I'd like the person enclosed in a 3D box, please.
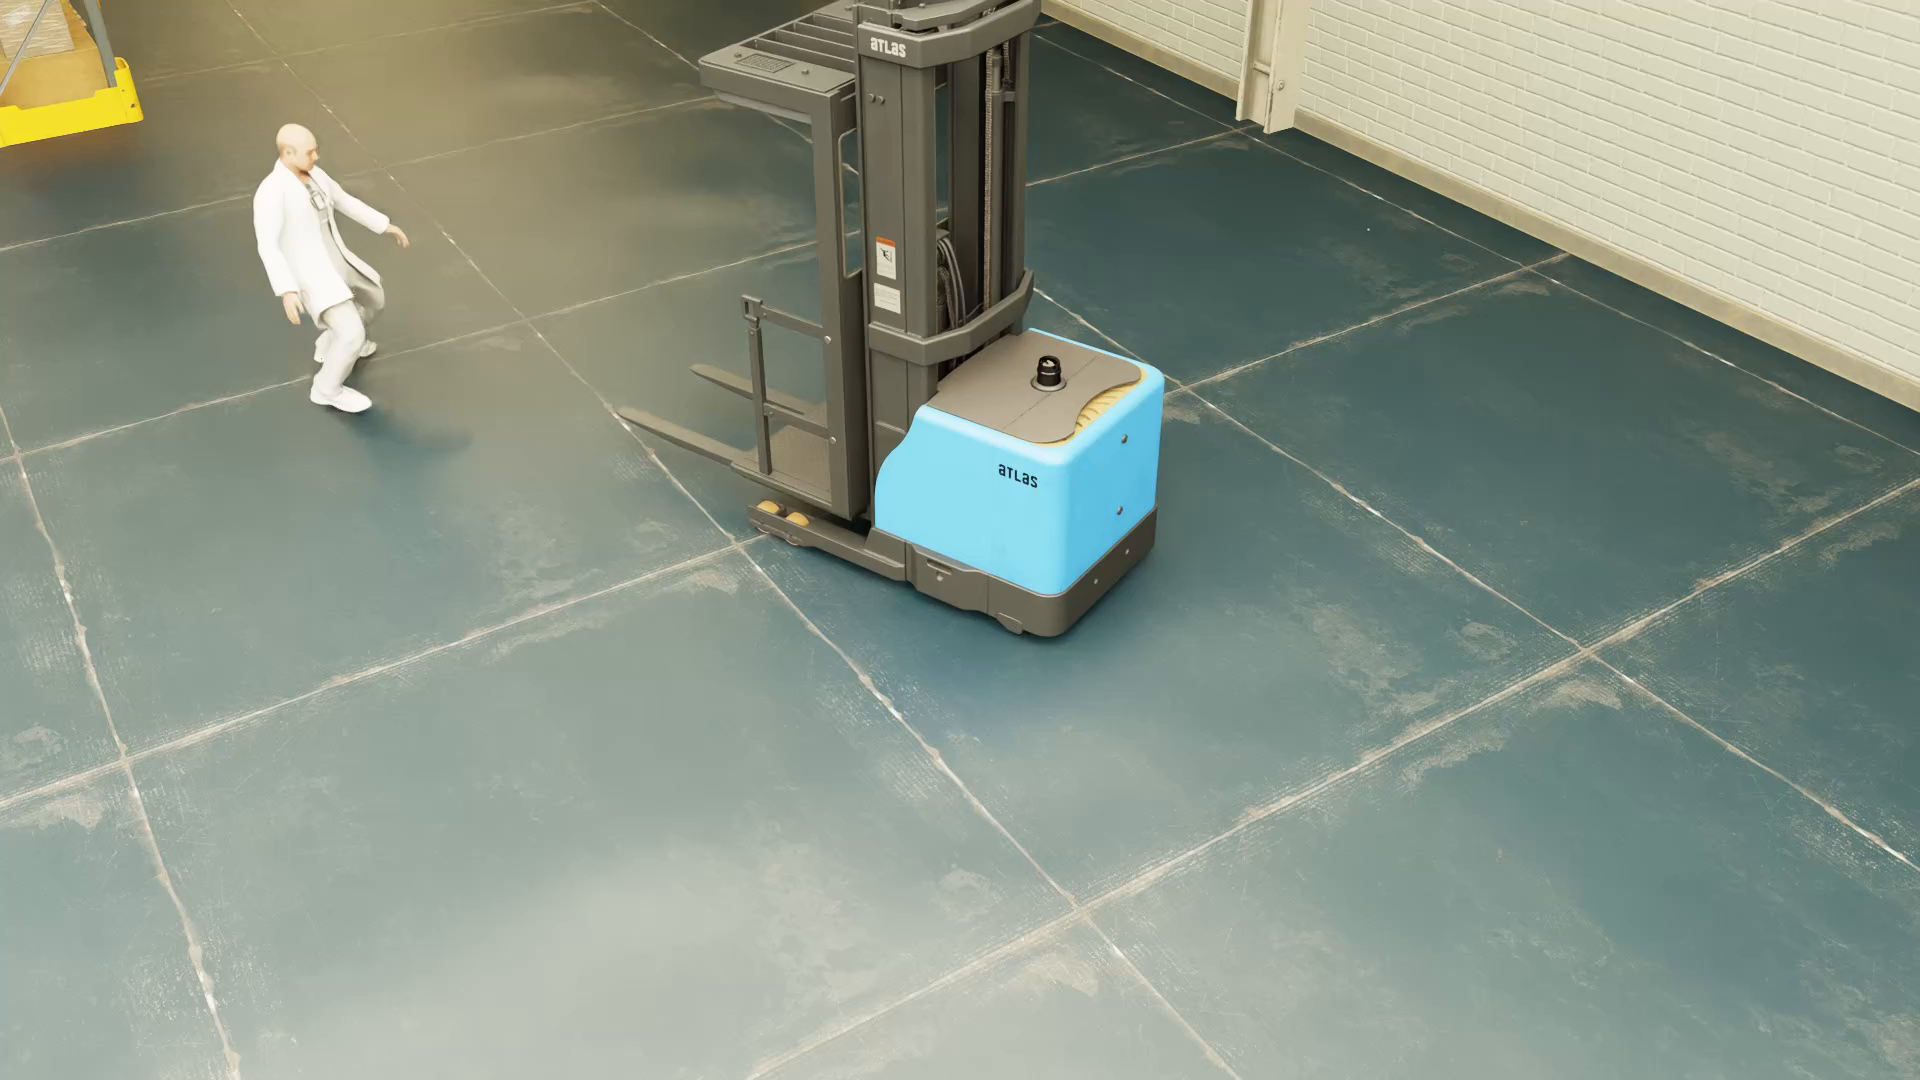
[{"bbox_3d":[-3.640,-1.598,9.540,0.697,1.608,1.000,8,36,11],"label":"person"}]

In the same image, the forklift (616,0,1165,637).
[{"bbox_3d":[-0.500,-1.399,8.138,3.031,2.935,1.130,22,41,28],"label":"forklift"}]
